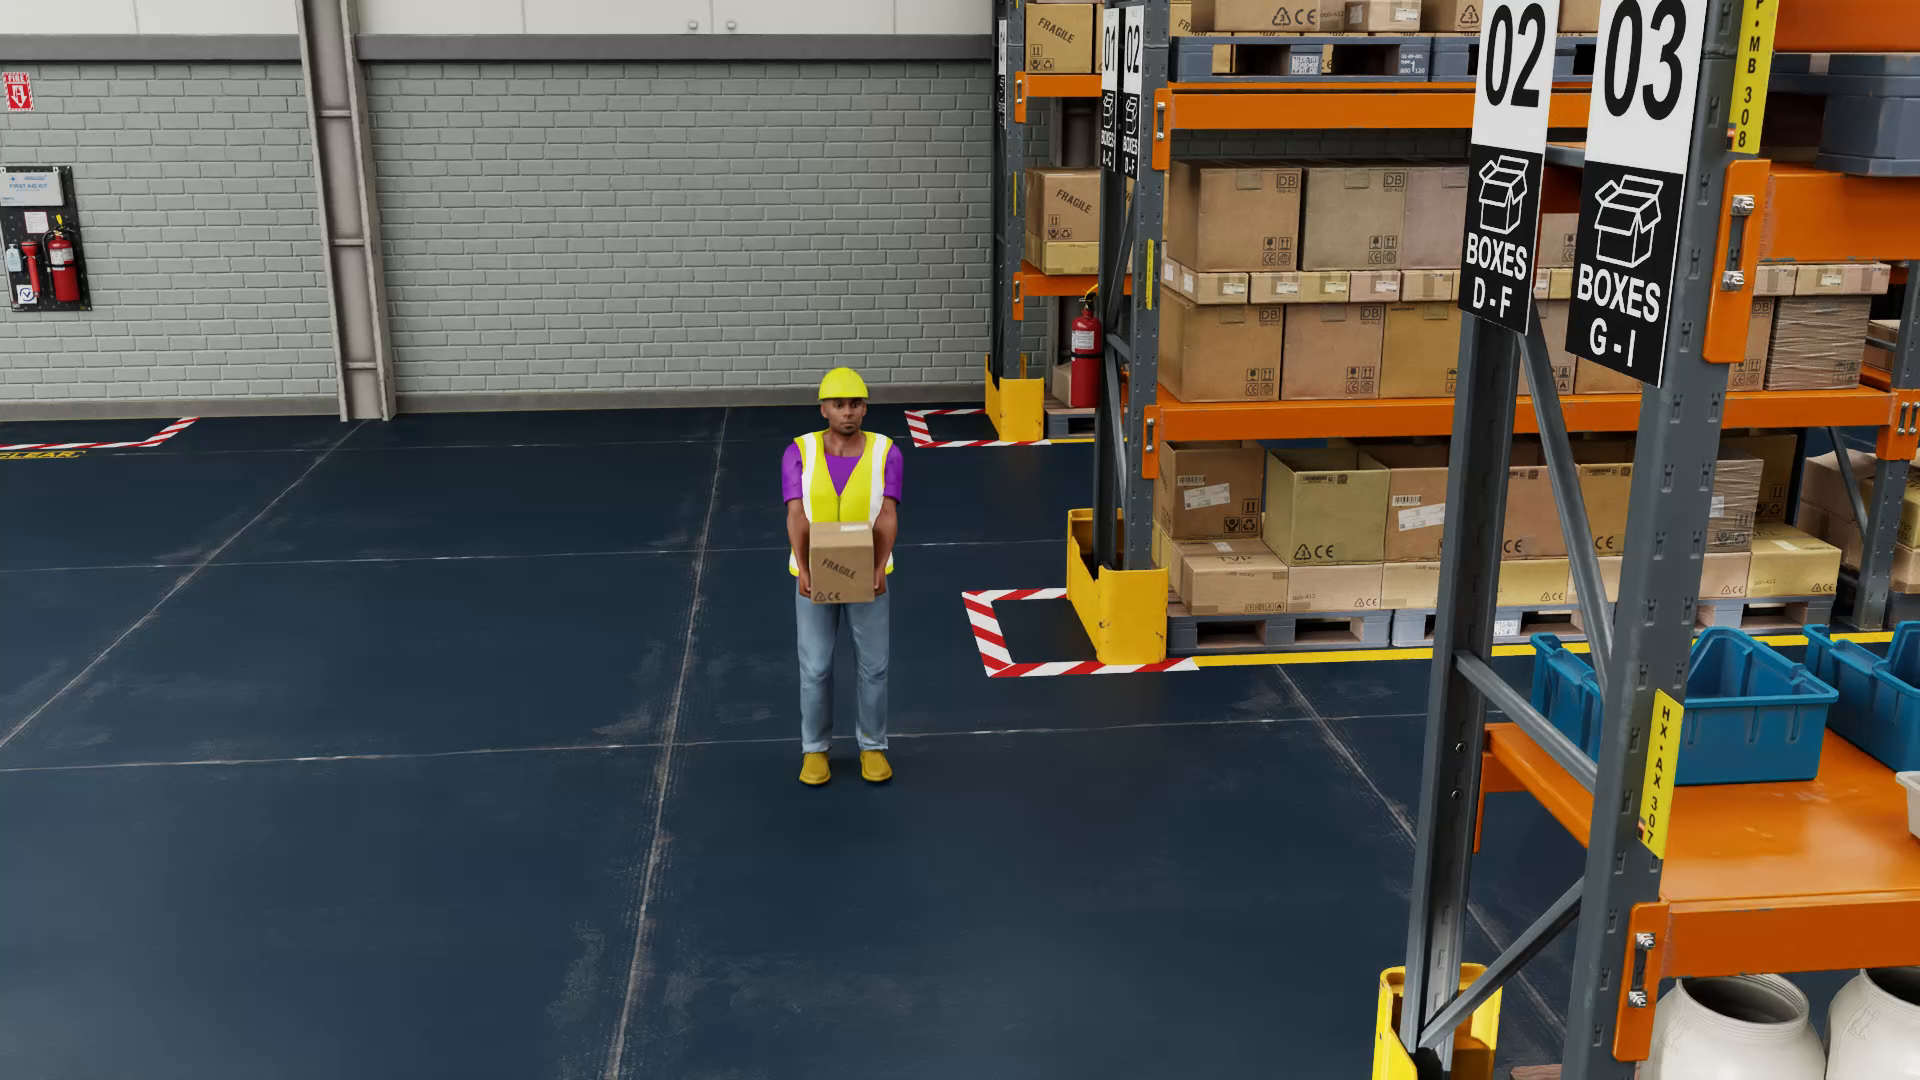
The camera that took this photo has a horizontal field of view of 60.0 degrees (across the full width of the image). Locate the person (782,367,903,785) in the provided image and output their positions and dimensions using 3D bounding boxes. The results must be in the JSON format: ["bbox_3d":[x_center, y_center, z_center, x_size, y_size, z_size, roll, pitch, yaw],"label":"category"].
[{"bbox_3d":[-0.475,0.182,6.899,0.503,1.760,0.587,-1,17,-5],"label":"person"}]
